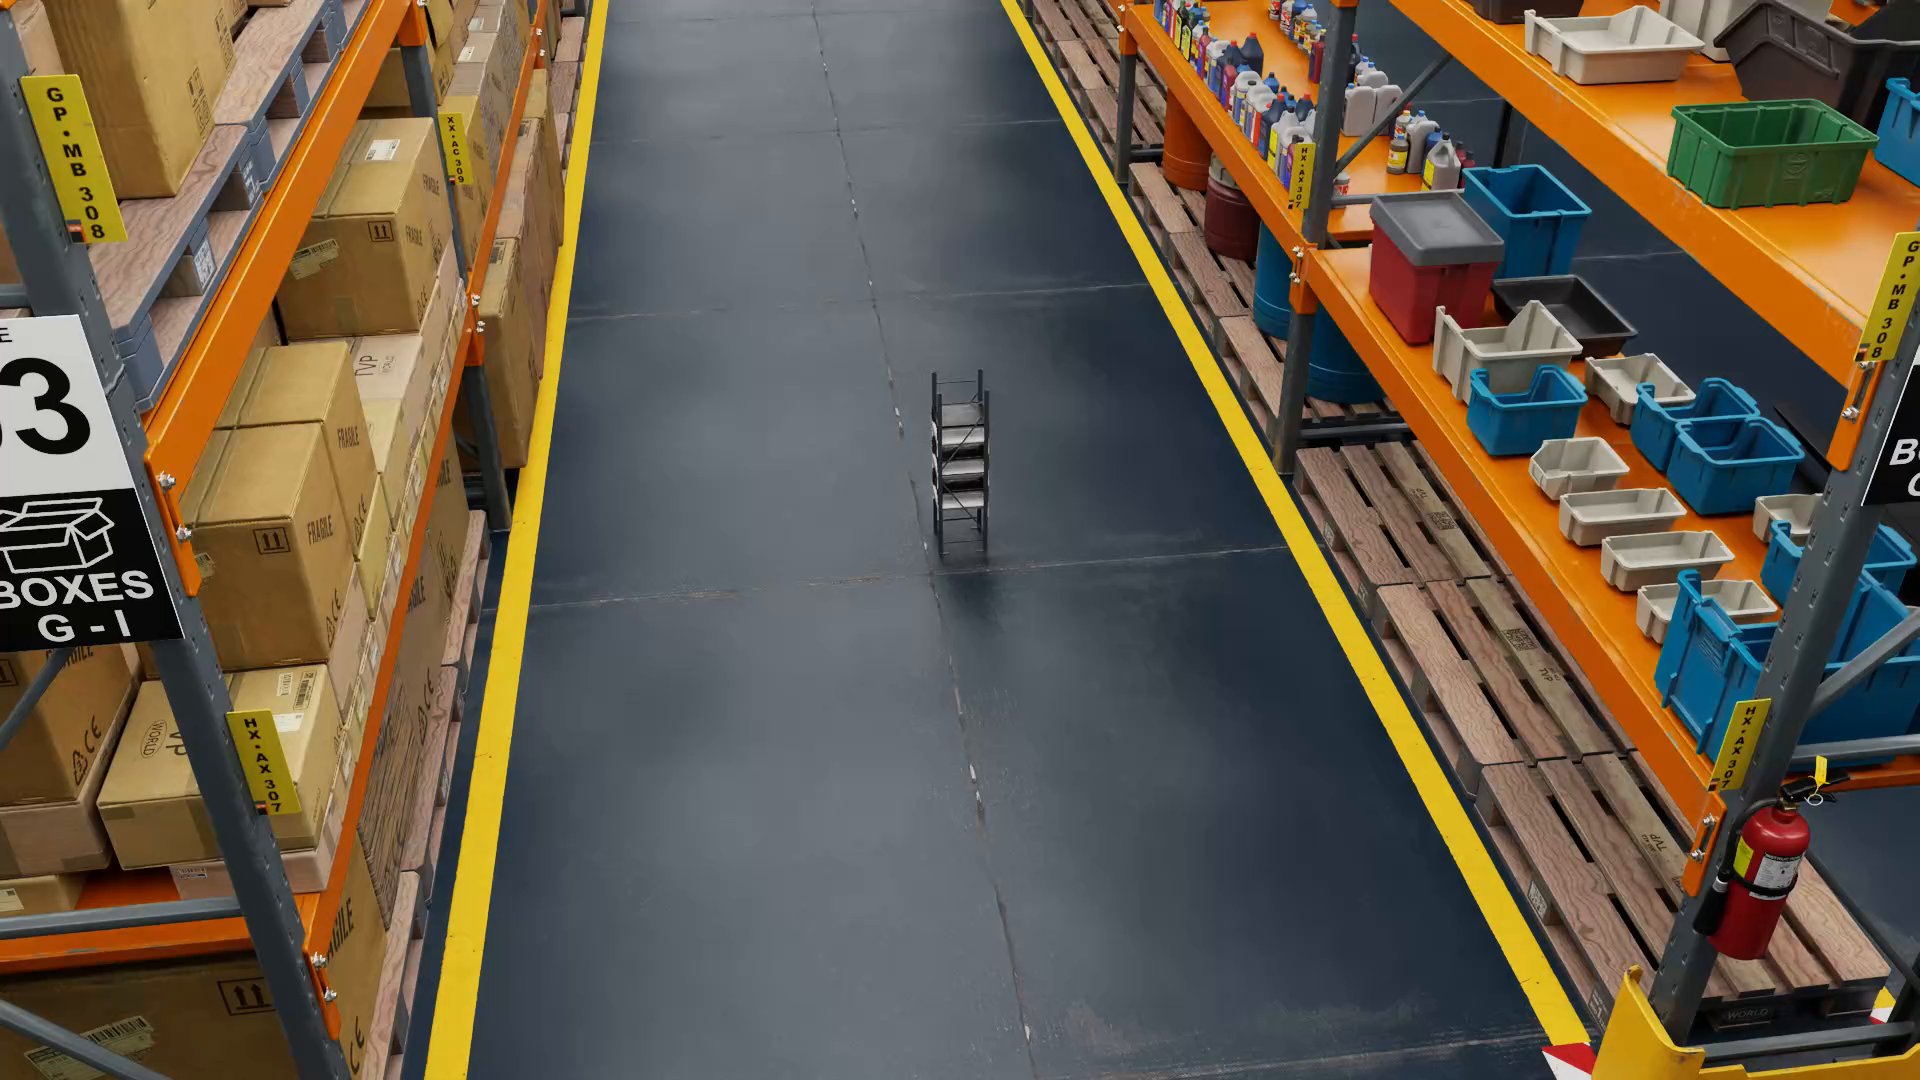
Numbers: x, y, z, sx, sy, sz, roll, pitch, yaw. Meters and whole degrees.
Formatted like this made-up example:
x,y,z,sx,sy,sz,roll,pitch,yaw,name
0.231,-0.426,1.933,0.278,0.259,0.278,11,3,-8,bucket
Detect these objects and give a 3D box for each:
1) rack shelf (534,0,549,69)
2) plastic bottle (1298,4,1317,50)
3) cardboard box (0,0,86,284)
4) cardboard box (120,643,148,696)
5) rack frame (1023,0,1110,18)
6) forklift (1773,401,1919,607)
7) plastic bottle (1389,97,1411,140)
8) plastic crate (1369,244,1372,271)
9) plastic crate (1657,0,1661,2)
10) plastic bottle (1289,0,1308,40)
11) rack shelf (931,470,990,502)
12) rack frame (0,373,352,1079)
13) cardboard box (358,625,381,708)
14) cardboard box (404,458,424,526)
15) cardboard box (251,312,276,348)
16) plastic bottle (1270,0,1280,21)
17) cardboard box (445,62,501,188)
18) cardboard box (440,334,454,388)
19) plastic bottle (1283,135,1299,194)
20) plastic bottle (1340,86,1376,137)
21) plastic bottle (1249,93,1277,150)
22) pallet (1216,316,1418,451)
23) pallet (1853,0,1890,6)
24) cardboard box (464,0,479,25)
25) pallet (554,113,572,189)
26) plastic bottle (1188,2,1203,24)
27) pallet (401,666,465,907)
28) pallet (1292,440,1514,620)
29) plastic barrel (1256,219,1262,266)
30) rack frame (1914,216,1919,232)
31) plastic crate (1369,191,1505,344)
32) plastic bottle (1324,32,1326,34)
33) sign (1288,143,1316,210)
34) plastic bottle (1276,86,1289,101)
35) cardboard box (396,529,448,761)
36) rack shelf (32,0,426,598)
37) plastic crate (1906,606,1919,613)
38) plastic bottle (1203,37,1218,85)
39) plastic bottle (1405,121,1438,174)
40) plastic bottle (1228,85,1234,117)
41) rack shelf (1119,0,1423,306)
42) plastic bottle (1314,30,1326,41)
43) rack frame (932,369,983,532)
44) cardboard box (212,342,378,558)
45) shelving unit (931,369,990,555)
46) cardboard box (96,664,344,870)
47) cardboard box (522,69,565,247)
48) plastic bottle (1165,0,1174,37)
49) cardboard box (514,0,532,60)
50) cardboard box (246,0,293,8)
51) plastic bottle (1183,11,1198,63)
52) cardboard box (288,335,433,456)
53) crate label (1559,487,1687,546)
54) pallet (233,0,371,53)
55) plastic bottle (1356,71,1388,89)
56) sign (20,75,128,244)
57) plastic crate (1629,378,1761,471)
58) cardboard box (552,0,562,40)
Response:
x,y,z,sx,sy,sz,roll,pitch,yaw,name
-3.554,-4.321,12.565,1.077,0.370,4.000,-4,35,-6,rack shelf
2.181,-3.219,10.424,0.097,0.271,0.097,0,34,0,plastic bottle
-2.332,-0.820,3.575,0.700,0.500,0.500,-6,35,-9,cardboard box
-2.605,0.368,4.916,0.500,0.250,0.500,-5,35,-7,cardboard box
1.085,-6.109,14.551,1.000,3.000,0.127,-4,35,-6,rack frame
4.816,-0.933,7.016,1.130,2.935,3.031,-2,34,-4,forklift
2.415,-2.329,9.108,0.061,0.283,0.133,-4,35,-6,plastic bottle
2.082,-1.290,7.661,0.396,0.136,0.243,-4,35,-6,plastic crate
2.709,-2.095,6.231,0.293,0.136,0.466,-4,35,-6,plastic crate
2.155,-3.327,10.583,0.097,0.271,0.097,0,34,0,plastic bottle
0.001,-0.265,8.059,0.258,0.077,0.200,-4,35,-6,rack shelf
-2.209,0.962,4.174,1.000,3.000,0.127,-4,35,-6,rack frame
-2.037,0.412,5.205,0.380,0.149,0.250,-5,35,-7,cardboard box
-2.175,-0.161,6.046,0.380,0.149,0.250,-4,34,-6,cardboard box
-2.803,-0.789,5.947,0.500,0.500,0.500,-5,35,-8,cardboard box
2.098,-3.536,10.951,0.097,0.201,0.097,0,34,0,plastic bottle
-2.696,-2.147,8.647,0.500,0.500,0.500,-5,35,-7,cardboard box
-2.312,-0.734,6.886,0.380,0.149,0.250,-5,35,-7,cardboard box
1.711,-1.918,8.504,0.061,0.283,0.133,-4,35,-6,plastic bottle
2.201,-2.386,9.198,0.152,0.276,0.135,-4,35,-6,plastic bottle
1.671,-2.274,9.034,0.152,0.276,0.135,-4,35,-6,plastic bottle
2.099,-0.926,9.422,1.003,0.211,1.213,-4,35,-6,pallet
6.693,-3.798,11.330,1.213,0.211,1.003,-4,35,-6,pallet
-3.118,-3.185,9.280,0.797,0.503,0.637,-4,34,-5,cardboard box
-3.388,-2.786,12.150,1.003,0.211,1.213,-4,35,-6,pallet
1.472,-3.238,10.451,0.097,0.271,0.097,0,34,0,plastic bottle
-2.555,0.995,6.603,1.003,0.211,1.213,-4,35,-6,pallet
2.298,-0.085,8.188,1.003,0.211,1.213,-4,35,-6,pallet
2.022,-1.812,10.082,0.421,0.512,0.421,0,34,0,plastic barrel
2.699,-1.892,3.035,1.000,3.000,0.127,-4,35,-6,rack frame
2.033,-1.179,7.206,0.402,0.464,0.583,-4,35,-6,plastic crate
2.234,-2.934,9.935,0.144,0.351,0.185,-4,35,-6,plastic bottle
1.616,-1.719,7.863,0.100,0.325,0.005,-4,35,-6,sign
1.774,-2.367,9.175,0.097,0.271,0.097,0,34,0,plastic bottle
-2.616,0.311,6.644,0.875,0.875,0.875,-4,35,-6,cardboard box
-2.478,-1.096,5.170,1.077,0.370,4.000,-4,35,-6,rack shelf
3.031,0.323,5.293,0.250,0.136,0.298,-4,35,-6,plastic crate
1.505,-2.847,9.878,0.097,0.271,0.097,0,34,0,plastic bottle
2.427,-2.085,8.756,0.152,0.276,0.135,-4,35,-6,plastic bottle
1.579,-2.511,9.447,0.097,0.201,0.097,0,34,0,plastic bottle
1.892,-2.464,9.840,1.077,0.370,4.000,-4,35,-6,rack shelf
2.220,-3.027,10.204,0.097,0.201,0.097,0,34,0,plastic bottle
-0.013,-0.424,8.073,0.240,0.900,0.006,-4,35,-6,rack frame
-2.149,-0.265,5.178,0.500,0.500,0.500,-5,35,-8,cardboard box
0.001,-0.367,7.990,0.258,0.900,0.210,-4,35,-6,shelving unit
-2.006,0.613,4.556,0.500,0.250,0.500,-5,35,-8,cardboard box
-3.213,-2.411,10.638,1.225,0.875,0.875,-6,35,-9,cardboard box
1.360,-3.376,10.644,0.061,0.283,0.133,-4,35,-6,plastic bottle
-2.973,-3.287,10.320,0.500,0.500,0.500,-3,34,-5,cardboard box
-2.514,-2.033,5.355,0.700,0.500,0.500,-3,34,-4,cardboard box
1.427,-3.098,10.236,0.061,0.283,0.133,-4,35,-6,plastic bottle
-2.287,-0.531,6.234,0.500,0.250,0.500,-4,34,-5,cardboard box
2.324,-0.086,5.894,0.396,0.136,0.243,-4,35,-6,crate label
-2.647,-2.015,5.959,1.003,0.211,1.213,-4,35,-6,pallet
2.321,-2.527,9.405,0.152,0.276,0.135,-4,35,-6,plastic bottle
-1.658,-0.710,3.118,0.100,0.325,0.005,-4,35,-6,sign
2.775,-0.433,6.318,0.416,0.233,0.300,-4,35,-6,plastic crate
-3.762,-4.539,14.075,0.700,0.500,0.500,-7,35,-10,cardboard box
